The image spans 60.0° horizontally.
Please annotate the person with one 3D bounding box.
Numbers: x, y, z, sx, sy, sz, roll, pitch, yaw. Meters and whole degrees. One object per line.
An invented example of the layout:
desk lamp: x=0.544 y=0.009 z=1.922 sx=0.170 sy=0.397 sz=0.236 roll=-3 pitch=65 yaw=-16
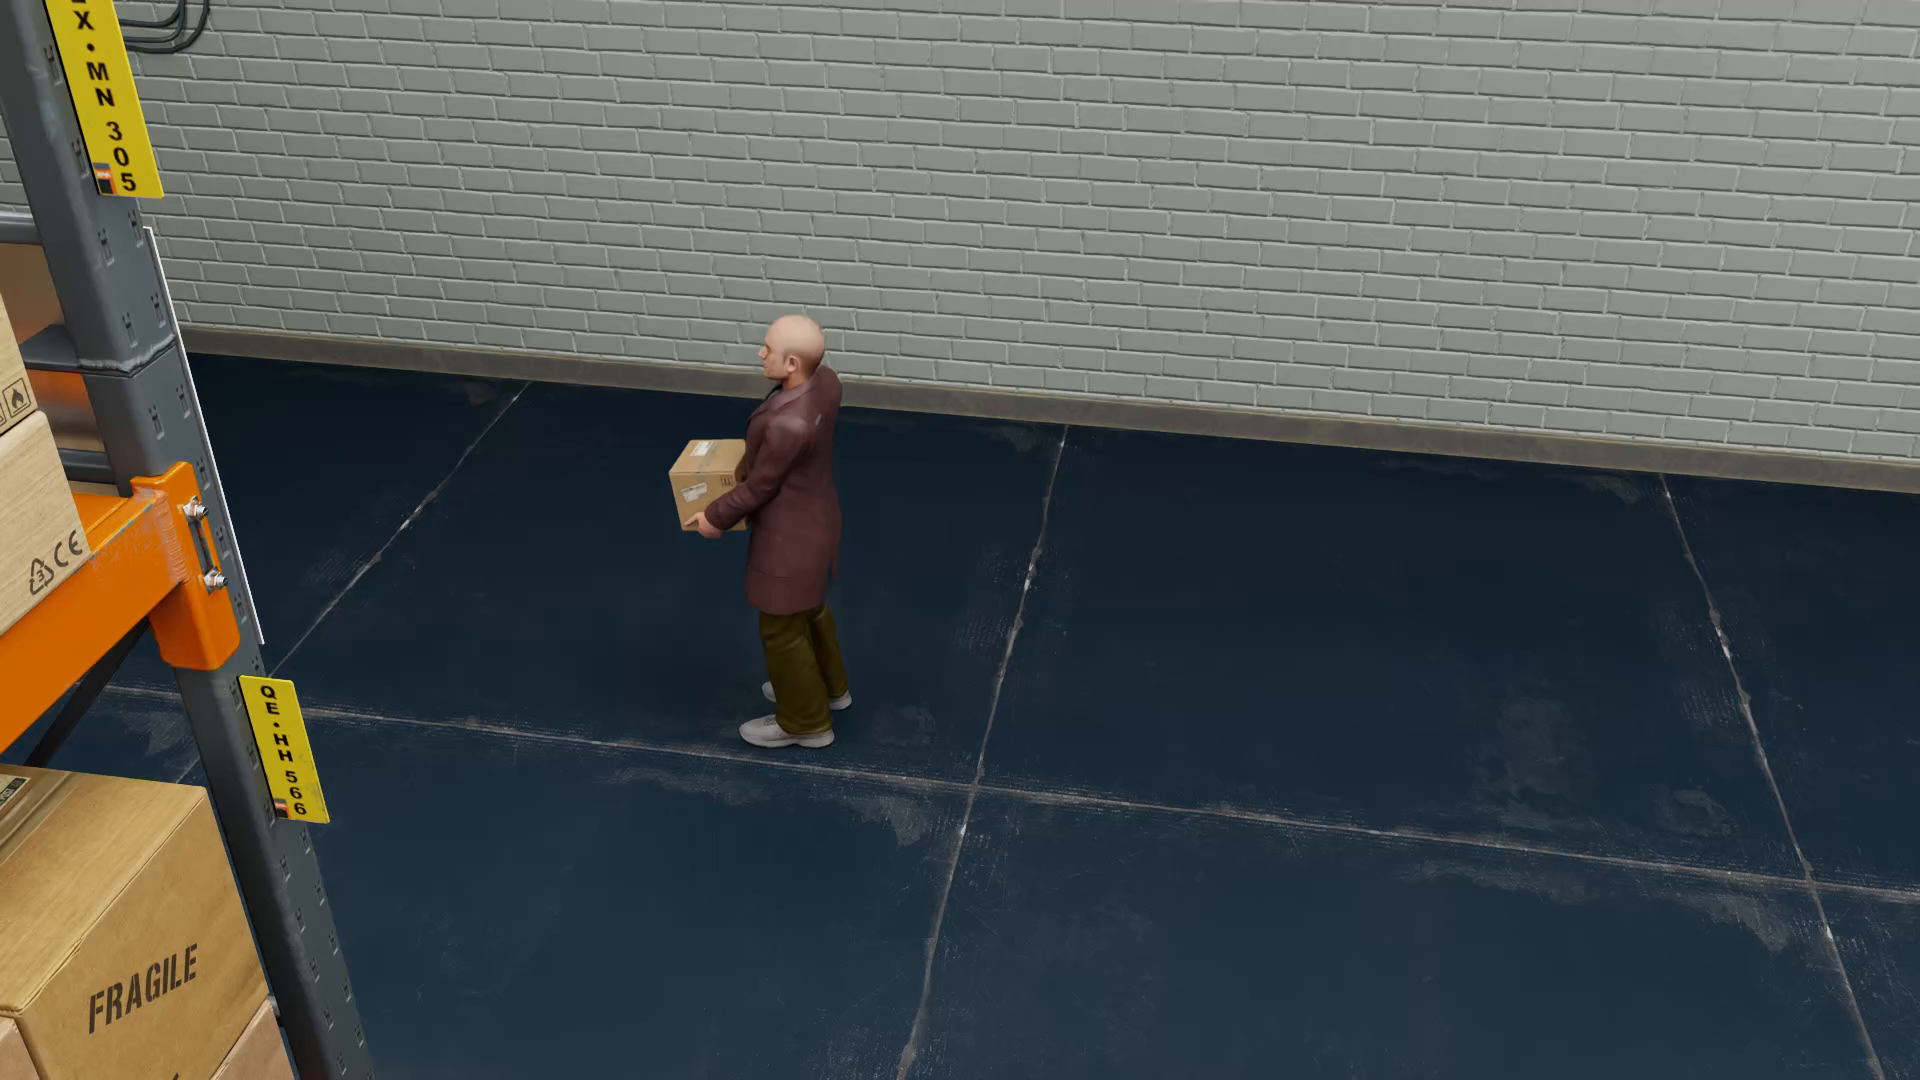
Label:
person: x=-0.719 y=-0.033 z=6.208 sx=0.545 sy=1.776 sz=0.527 roll=6 pitch=32 yaw=9
